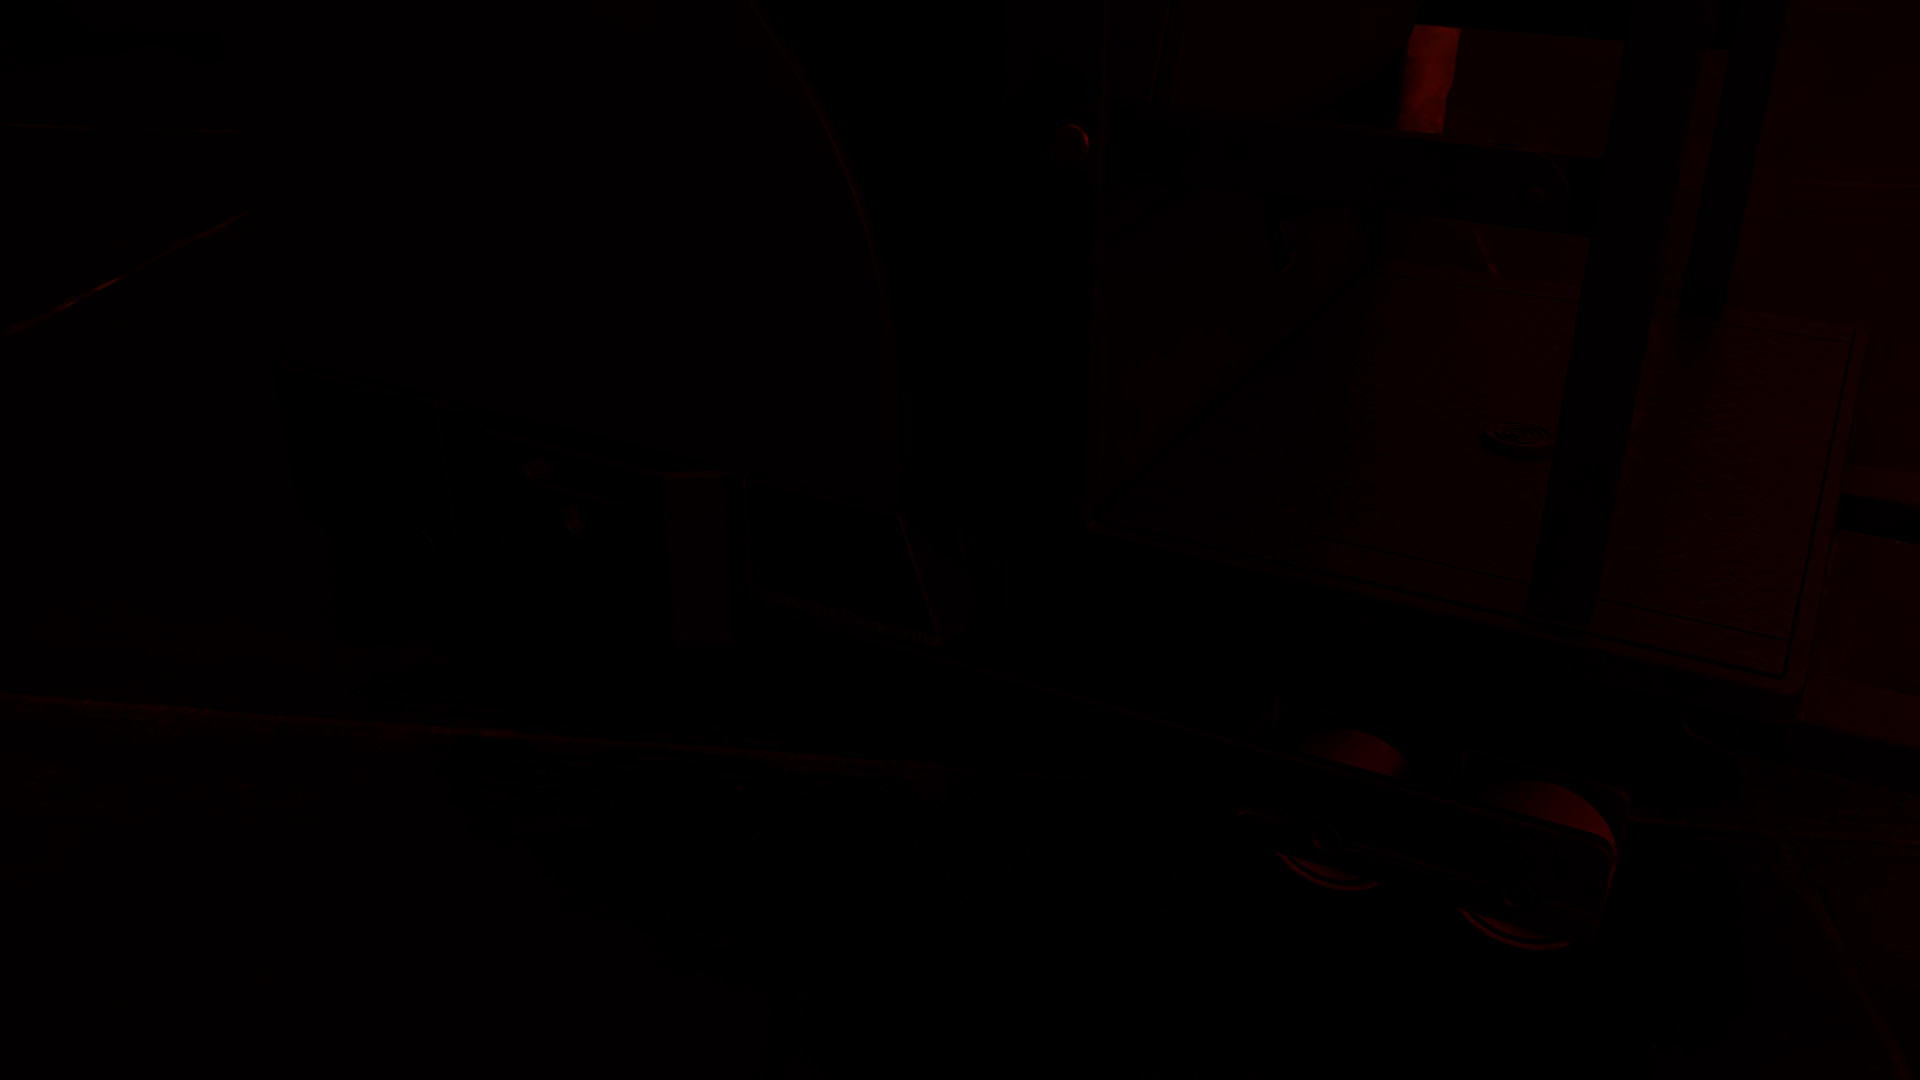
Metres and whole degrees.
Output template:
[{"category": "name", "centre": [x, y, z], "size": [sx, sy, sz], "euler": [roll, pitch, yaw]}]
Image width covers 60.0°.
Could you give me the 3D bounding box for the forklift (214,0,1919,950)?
[{"category": "forklift", "centre": [0.568, -1.172, 1.566], "size": [3.031, 2.935, 1.130], "euler": [14, 30, 26]}]

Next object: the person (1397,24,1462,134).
[{"category": "person", "centre": [1.172, -1.746, 4.148], "size": [0.604, 1.738, 0.936], "euler": [2, 27, 5]}]
